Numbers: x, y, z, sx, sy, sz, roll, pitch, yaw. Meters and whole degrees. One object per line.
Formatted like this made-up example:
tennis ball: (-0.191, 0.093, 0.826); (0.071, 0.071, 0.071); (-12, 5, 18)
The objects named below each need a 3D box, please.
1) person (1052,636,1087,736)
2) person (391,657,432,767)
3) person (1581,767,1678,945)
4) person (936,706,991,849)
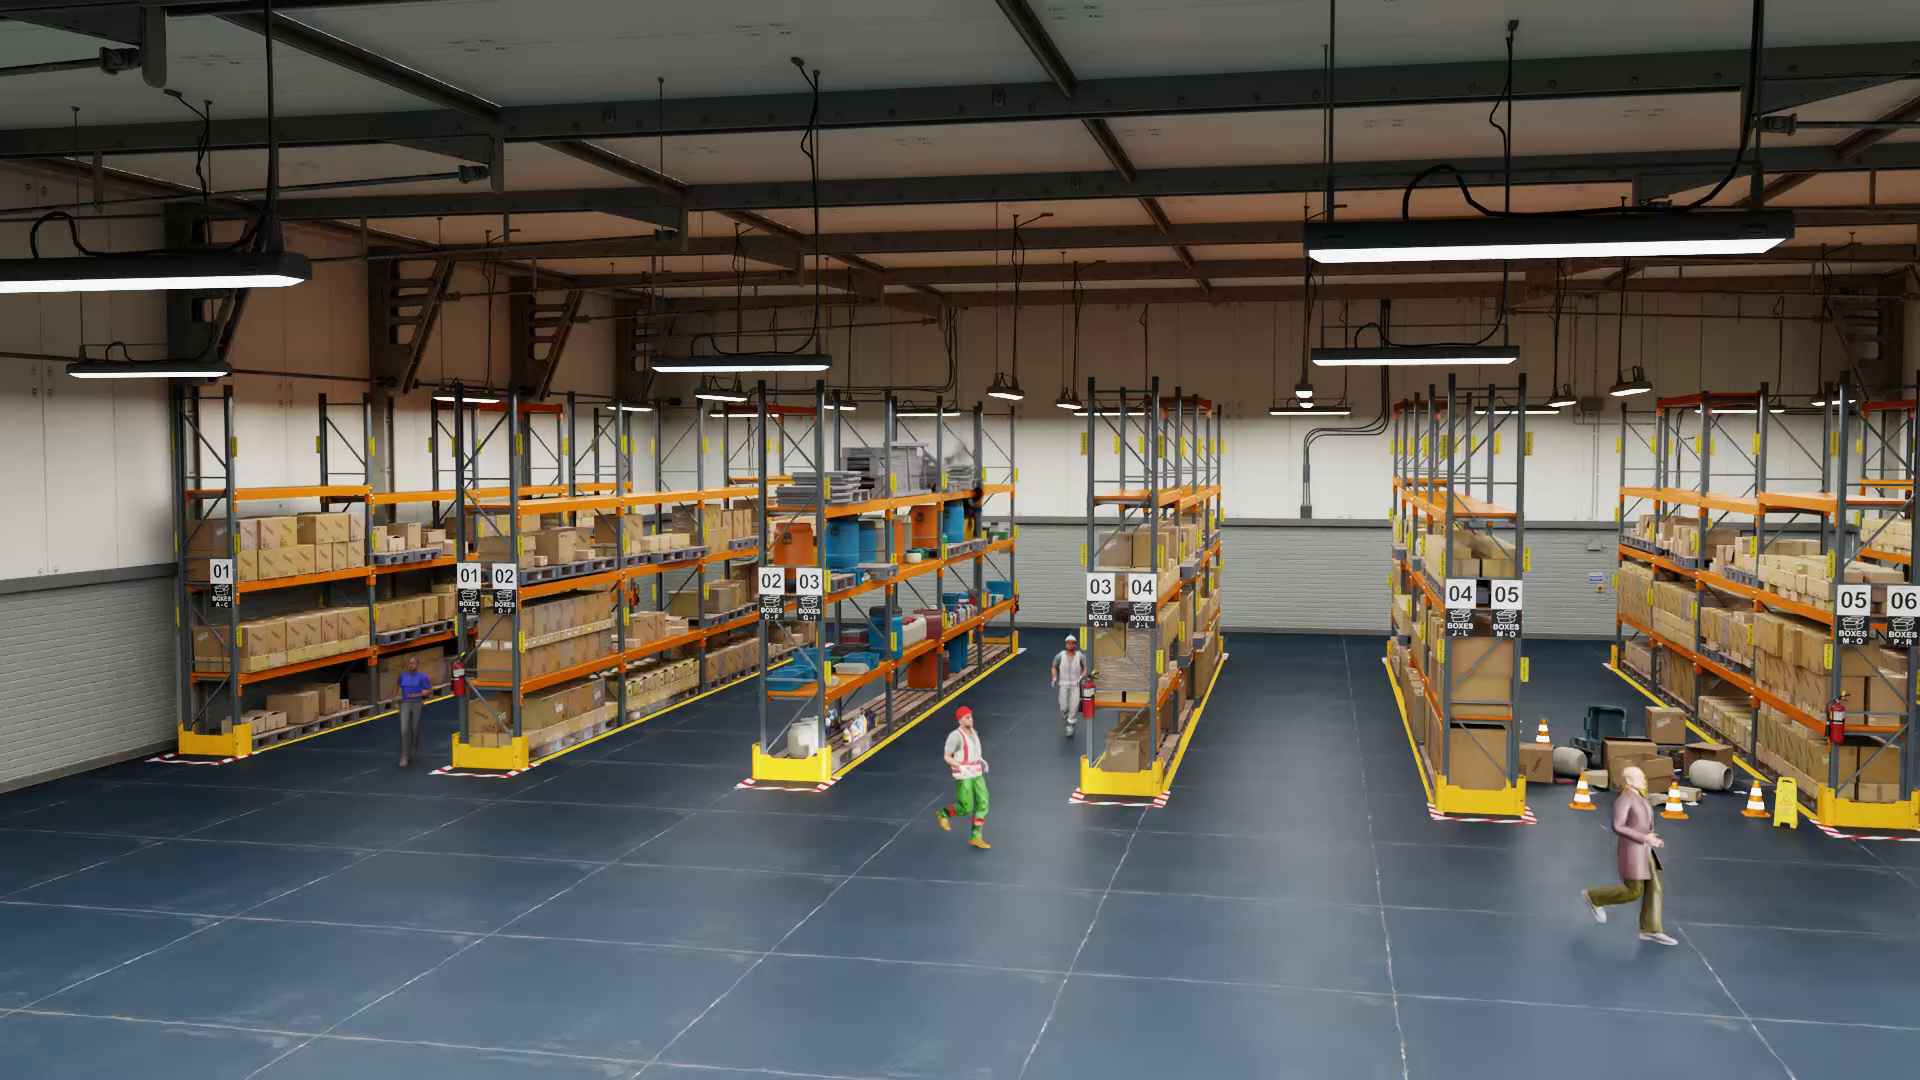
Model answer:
person: (1.915, 2.523, 28.823); (0.658, 1.738, 0.601); (0, 3, 4)
person: (-8.701, 2.712, 26.407); (0.631, 1.694, 0.822); (-1, 3, -14)
person: (6.829, 3.176, 16.901); (0.945, 1.762, 0.709); (3, 4, 43)
person: (0.073, 2.966, 20.940); (0.825, 1.754, 0.669); (3, 4, 42)
